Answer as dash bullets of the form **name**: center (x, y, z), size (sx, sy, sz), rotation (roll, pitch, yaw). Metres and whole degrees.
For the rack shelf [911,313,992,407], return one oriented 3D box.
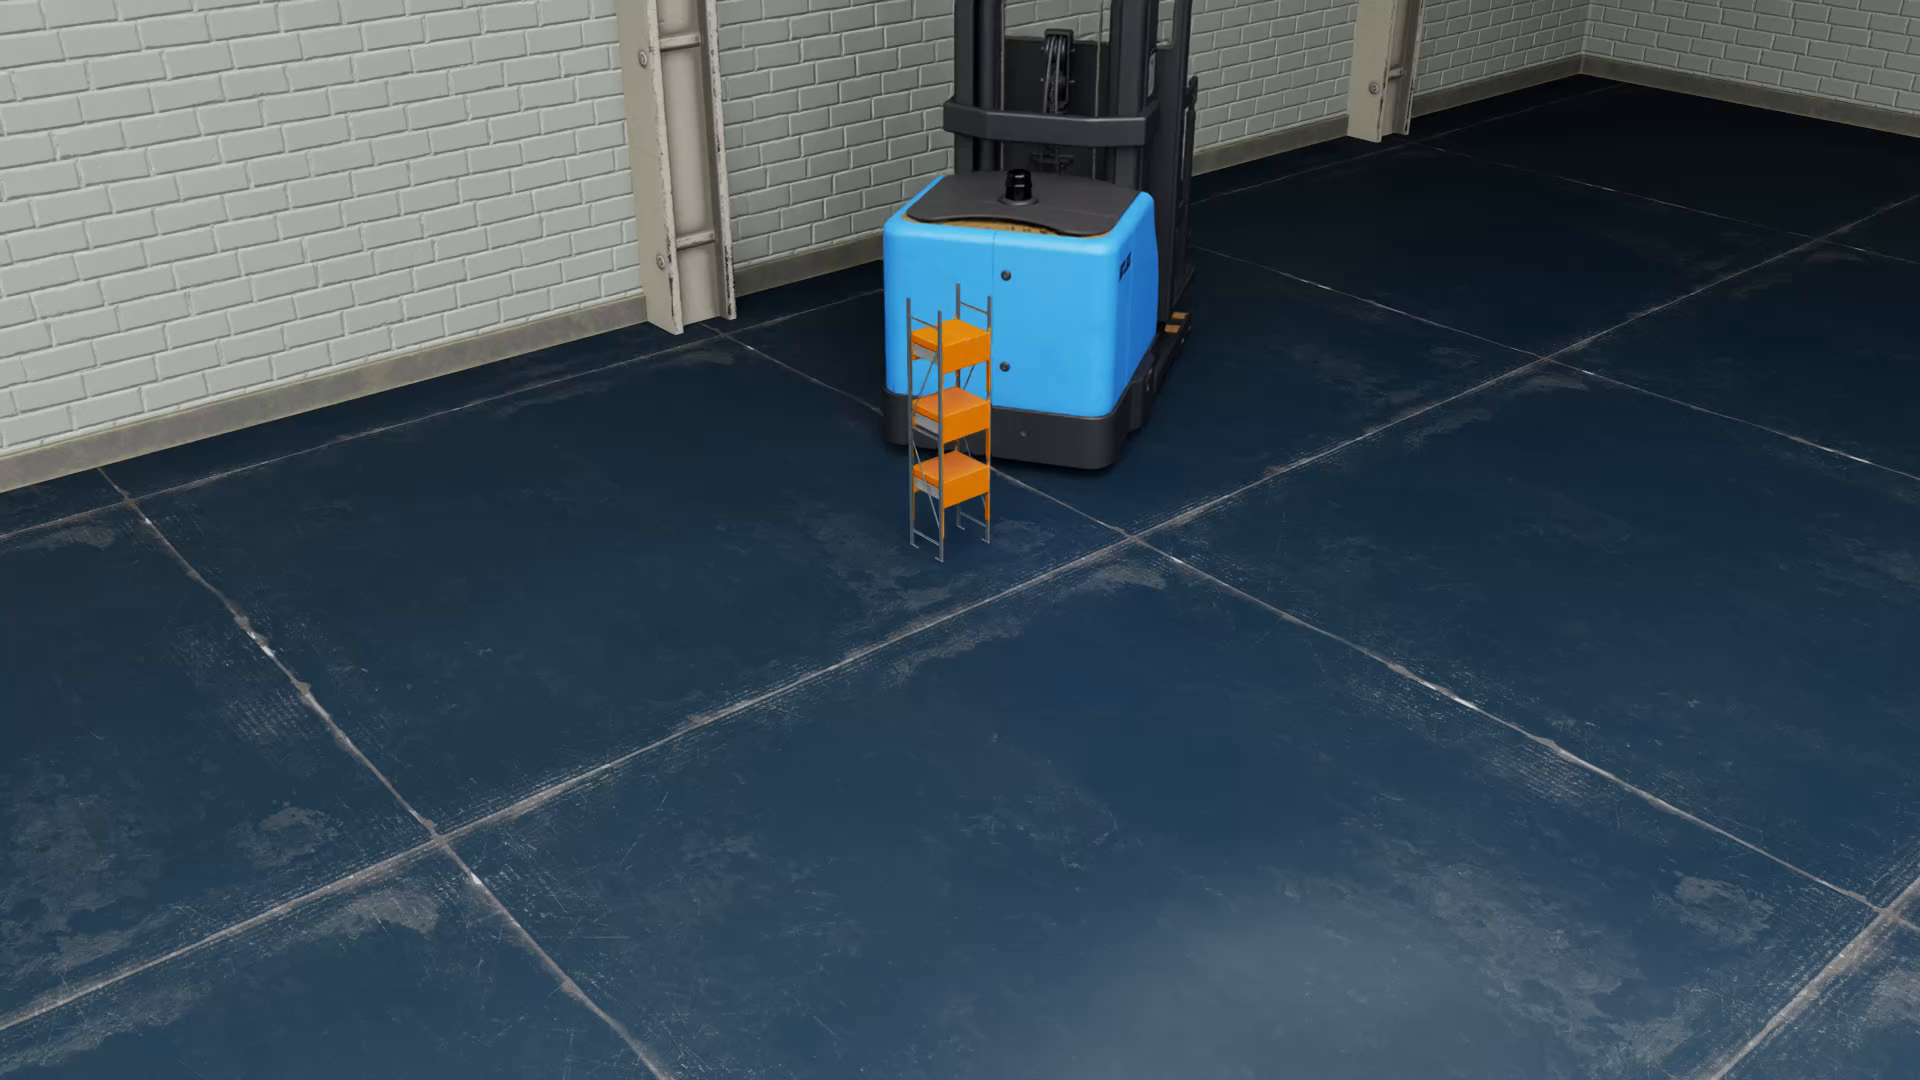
- **rack shelf**: center (-0.041, -0.688, 6.343), size (0.240, 0.259, 0.215), rotation (-22, 35, -35)

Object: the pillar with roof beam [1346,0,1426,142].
- **pillar with roof beam**: center (5.905, -5.459, 7.418), size (0.400, 9.000, 9.100), rotation (-22, 35, -35)

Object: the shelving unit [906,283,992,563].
- **shelving unit**: center (-0.041, -0.447, 6.472), size (0.252, 1.050, 0.215), rotation (-22, 35, -35)

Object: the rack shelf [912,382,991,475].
- **rack shelf**: center (-0.041, -0.437, 6.477), size (0.240, 0.259, 0.215), rotation (-22, 35, -35)

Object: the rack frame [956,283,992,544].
- **rack frame**: center (0.052, -0.484, 6.542), size (0.008, 1.050, 0.200), rotation (-22, 35, -35)

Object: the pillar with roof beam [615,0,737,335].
- **pillar with roof beam**: center (1.341, -3.624, 3.983), size (0.400, 9.000, 9.100), rotation (-22, 35, -35)

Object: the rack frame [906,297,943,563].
- **rack frame**: center (-0.133, -0.409, 6.402), size (0.008, 1.050, 0.200), rotation (-22, 35, -35)

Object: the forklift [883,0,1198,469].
- **forklift**: center (0.580, -2.275, 7.898), size (1.130, 2.935, 3.031), rotation (8, 29, 15)

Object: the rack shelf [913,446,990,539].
- **rack shelf**: center (-0.041, -0.192, 6.608), size (0.240, 0.259, 0.215), rotation (-22, 35, -35)
